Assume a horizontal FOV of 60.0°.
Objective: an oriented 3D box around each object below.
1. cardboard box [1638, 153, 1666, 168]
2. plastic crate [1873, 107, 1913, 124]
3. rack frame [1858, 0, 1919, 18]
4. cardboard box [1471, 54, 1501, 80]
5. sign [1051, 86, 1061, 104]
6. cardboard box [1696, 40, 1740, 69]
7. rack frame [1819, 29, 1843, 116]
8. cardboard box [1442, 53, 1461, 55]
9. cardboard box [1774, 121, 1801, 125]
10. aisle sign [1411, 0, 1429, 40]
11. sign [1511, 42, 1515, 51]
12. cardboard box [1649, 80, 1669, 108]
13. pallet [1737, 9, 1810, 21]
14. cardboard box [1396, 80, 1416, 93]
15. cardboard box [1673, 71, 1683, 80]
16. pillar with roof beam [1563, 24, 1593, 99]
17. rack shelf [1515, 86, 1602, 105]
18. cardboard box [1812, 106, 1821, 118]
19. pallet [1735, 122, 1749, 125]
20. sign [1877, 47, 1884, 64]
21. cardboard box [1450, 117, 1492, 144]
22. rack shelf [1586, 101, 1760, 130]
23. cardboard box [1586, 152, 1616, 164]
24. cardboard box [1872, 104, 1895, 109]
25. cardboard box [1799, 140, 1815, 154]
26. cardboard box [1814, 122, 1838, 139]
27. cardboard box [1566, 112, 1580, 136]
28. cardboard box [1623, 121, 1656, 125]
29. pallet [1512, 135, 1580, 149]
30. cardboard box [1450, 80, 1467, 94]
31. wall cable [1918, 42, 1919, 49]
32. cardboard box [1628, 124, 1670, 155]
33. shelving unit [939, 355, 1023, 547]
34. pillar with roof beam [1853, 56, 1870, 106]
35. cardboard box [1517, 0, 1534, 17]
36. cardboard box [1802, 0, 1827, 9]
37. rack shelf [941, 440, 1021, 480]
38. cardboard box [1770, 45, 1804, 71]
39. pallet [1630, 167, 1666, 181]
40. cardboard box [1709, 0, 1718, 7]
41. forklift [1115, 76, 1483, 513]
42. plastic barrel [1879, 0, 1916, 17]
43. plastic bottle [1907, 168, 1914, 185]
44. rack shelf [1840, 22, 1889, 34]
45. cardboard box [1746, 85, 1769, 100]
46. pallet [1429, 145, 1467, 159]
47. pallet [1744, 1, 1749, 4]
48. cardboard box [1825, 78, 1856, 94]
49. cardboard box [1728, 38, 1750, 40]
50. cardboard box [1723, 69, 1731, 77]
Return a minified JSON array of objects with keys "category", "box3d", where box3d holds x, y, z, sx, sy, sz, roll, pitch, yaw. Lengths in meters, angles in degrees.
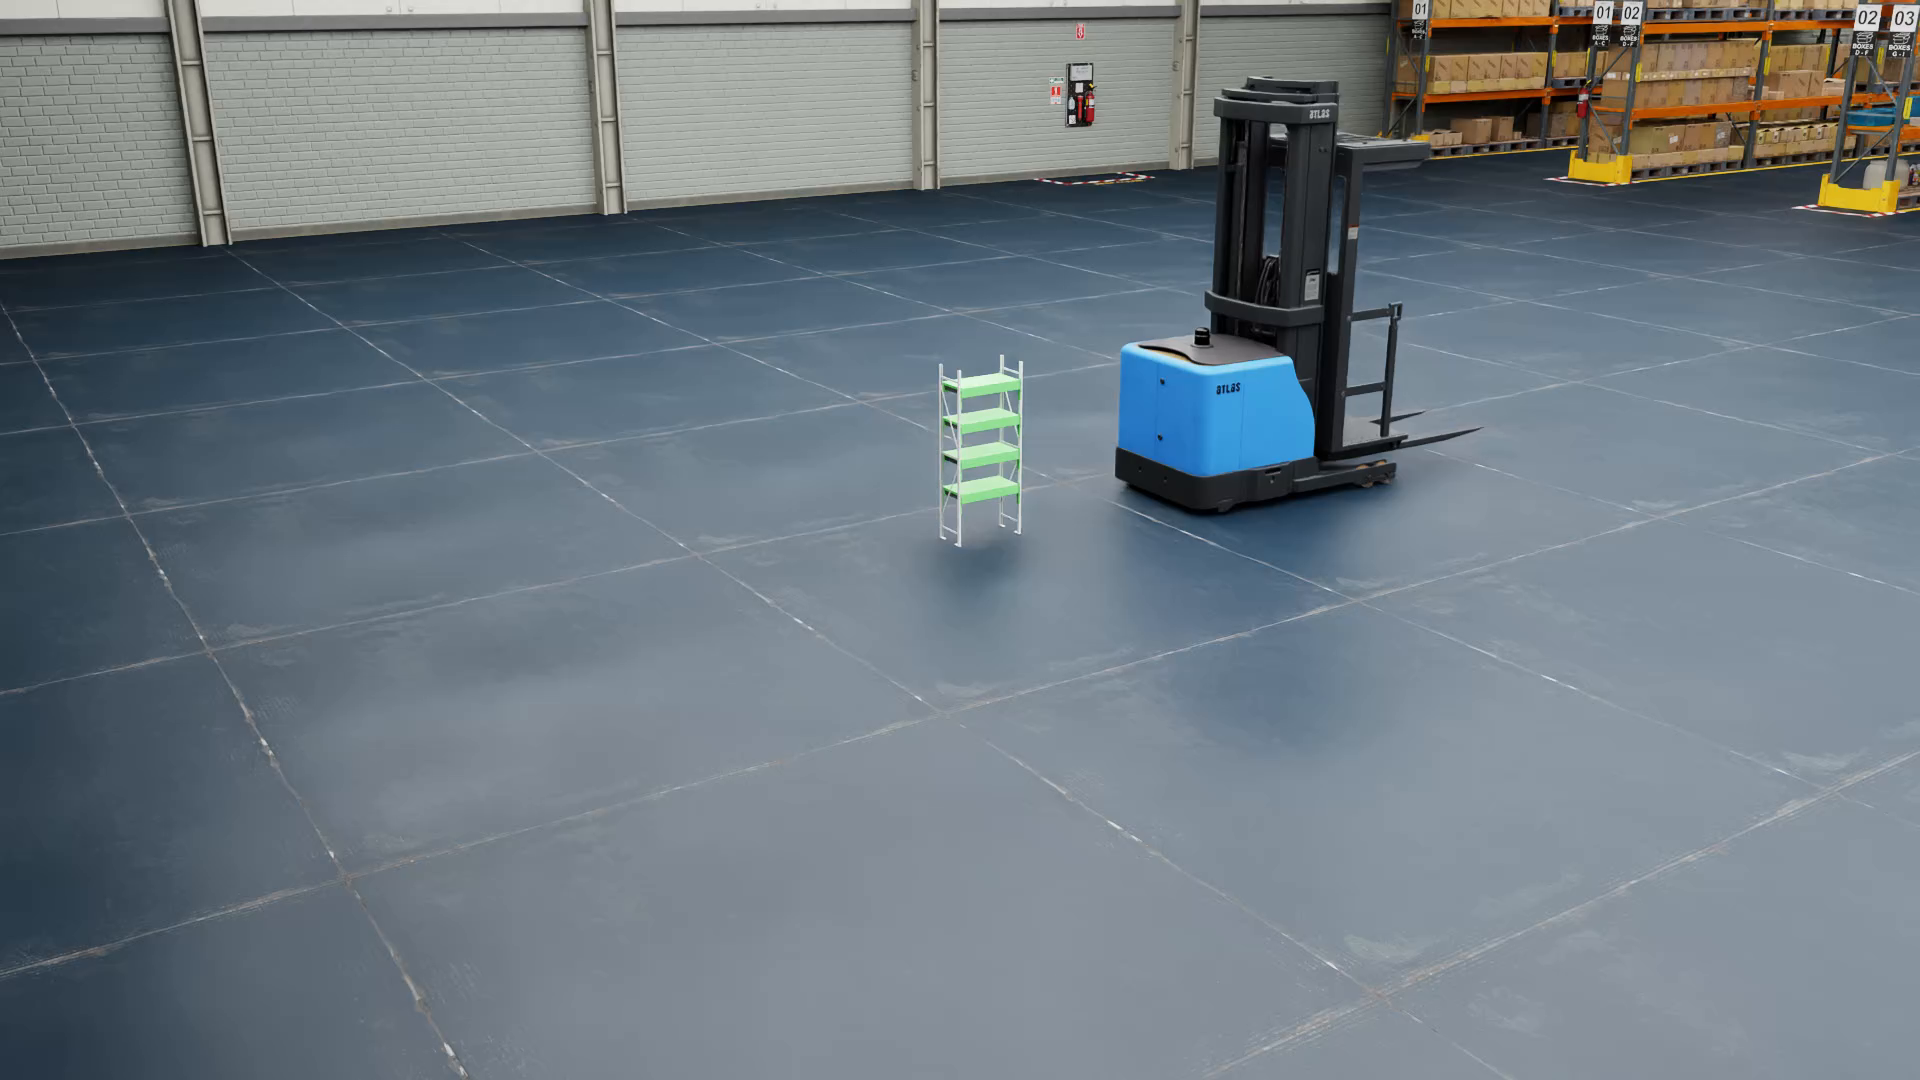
[{"category":"cardboard box","box3d":[13.017,-7.220,31.554,0.500,0.250,0.500,-12,22,-31]},{"category":"plastic crate","box3d":[15.551,-7.084,27.748,0.408,0.251,0.499,-12,22,-31]},{"category":"rack frame","box3d":[14.752,-9.716,25.932,0.127,3.000,1.000,-12,22,-31]},{"category":"cardboard box","box3d":[11.145,-10.089,35.435,0.500,0.500,0.500,-11,22,-30]},{"category":"sign","box3d":[1.798,-8.343,31.185,0.234,0.329,0.001,-12,22,-31]},{"category":"cardboard box","box3d":[14.583,-9.397,32.174,0.500,0.500,0.700,-12,22,-32]},{"category":"rack frame","box3d":[22.666,-12.342,43.067,0.127,3.000,1.000,-12,22,-31]},{"category":"cardboard box","box3d":[10.436,-10.135,35.573,0.500,0.500,0.500,-13,22,-33]},{"category":"cardboard box","box3d":[17.252,-8.573,34.681,0.500,0.311,0.500,-13,22,-33]},{"category":"aisle sign","box3d":[9.408,-10.662,34.040,0.004,0.787,0.394,-12,22,-31]},{"category":"sign","box3d":[12.336,-10.924,37.067,0.005,0.325,0.100,-12,22,-31]},{"category":"cardboard box","box3d":[12.864,-8.419,31.308,0.500,0.500,0.700,-11,22,-30]},{"category":"pallet","box3d":[16.101,-10.393,32.918,1.217,0.209,0.805,-13,23,-34]},{"category":"cardboard box","box3d":[9.587,-9.596,35.149,0.500,0.250,0.500,-12,22,-31]},{"category":"cardboard box","box3d":[13.339,-8.748,31.267,0.250,0.149,0.380,-13,23,-33]},{"category":"pillar with roof beam","box3d":[16.791,-12.626,34.540,0.400,9.000,9.100,-12,22,-31]},{"category":"rack shelf","box3d":[14.315,-10.240,37.973,4.000,0.370,1.077,-12,22,-31]},{"category":"cardboard box","box3d":[21.719,-11.118,42.696,0.500,0.500,0.700,-12,22,-32]},{"category":"pallet","box3d":[18.723,-10.160,40.968,1.213,0.211,1.003,-12,22,-31]},{"category":"sign","box3d":[19.021,-10.009,34.359,0.005,0.325,0.100,-12,22,-31]},{"category":"cardboard box","box3d":[11.047,-8.862,35.990,0.500,0.500,0.700,-14,23,-35]},{"category":"rack shelf","box3d":[13.702,-8.211,31.971,4.000,0.370,1.077,-12,22,-31]},{"category":"cardboard box","box3d":[12.317,-7.269,31.700,0.500,0.250,0.500,-12,22,-31]},{"category":"cardboard box","box3d":[20.261,-9.408,36.434,0.500,0.250,0.500,-12,22,-32]},{"category":"cardboard box","box3d":[17.129,-8.076,34.087,0.500,0.250,0.500,-11,22,-30]},{"category":"cardboard box","box3d":[17.980,-8.519,34.522,0.500,0.311,0.500,-12,22,-32]},{"category":"cardboard box","box3d":[13.654,-9.491,37.851,0.500,0.500,0.700,-12,22,-32]},{"category":"cardboard box","box3d":[13.142,-7.805,32.114,0.500,0.500,0.500,-12,22,-31]},{"category":"pallet","box3d":[13.294,-9.045,37.669,1.213,0.211,1.003,-12,22,-31]},{"category":"cardboard box","box3d":[10.312,-9.558,35.037,0.500,0.250,0.500,-13,22,-33]},{"category":"wall cable","box3d":[27.587,-14.613,45.268,0.112,2.526,3.097,-12,22,-31]},{"category":"cardboard box","box3d":[13.018,-7.574,31.432,0.500,0.500,0.500,-12,22,-31]},{"category":"shelving unit","box3d":[0.138,-0.598,11.139,0.503,1.200,0.258,-12,22,-31]},{"category":"pillar with roof beam","box3d":[26.813,-14.739,40.792,0.400,9.000,9.100,-12,22,-31]},{"category":"cardboard box","box3d":[11.929,-11.465,35.604,0.500,0.500,0.500,-14,23,-36]},{"category":"cardboard box","box3d":[17.002,-10.773,33.322,0.500,0.250,0.500,-14,23,-36]},{"category":"rack shelf","box3d":[0.138,-0.537,11.159,0.480,0.148,0.258,-12,22,-31]},{"category":"cardboard box","box3d":[20.400,-11.998,41.581,0.700,0.700,0.980,-13,22,-33]},{"category":"pallet","box3d":[12.647,-7.024,31.692,1.213,0.211,1.003,-12,22,-31]},{"category":"cardboard box","box3d":[13.927,-10.383,31.553,0.637,0.503,0.797,-9,21,-25]},{"category":"forklift","box3d":[2.686,-1.914,12.330,3.031,2.935,1.130,-11,22,-29]},{"category":"plastic barrel","box3d":[15.088,-8.817,26.630,0.708,0.830,0.600,-12,22,-31]},{"category":"plastic bottle","box3d":[16.330,-6.245,28.587,0.133,0.283,0.061,-12,22,-31]},{"category":"rack shelf","box3d":[20.383,-11.041,35.659,4.000,0.370,1.077,-12,22,-31]},{"category":"cardboard box","box3d":[15.759,-8.931,33.213,0.500,0.250,0.500,-10,21,-28]},{"category":"pallet","box3d":[10.065,-8.350,35.613,1.213,0.211,1.003,-12,22,-31]},{"category":"pallet","box3d":[20.015,-13.158,40.935,1.213,0.211,1.003,-12,22,-31]},{"category":"cardboard box","box3d":[18.385,-9.514,34.841,0.500,0.311,0.500,-10,21,-28]},{"category":"cardboard box","box3d":[18.644,-11.952,40.092,0.500,0.250,0.500,-11,22,-30]},{"category":"cardboard box","box3d":[14.619,-9.017,32.064,0.250,0.149,0.380,-12,22,-32]}]
